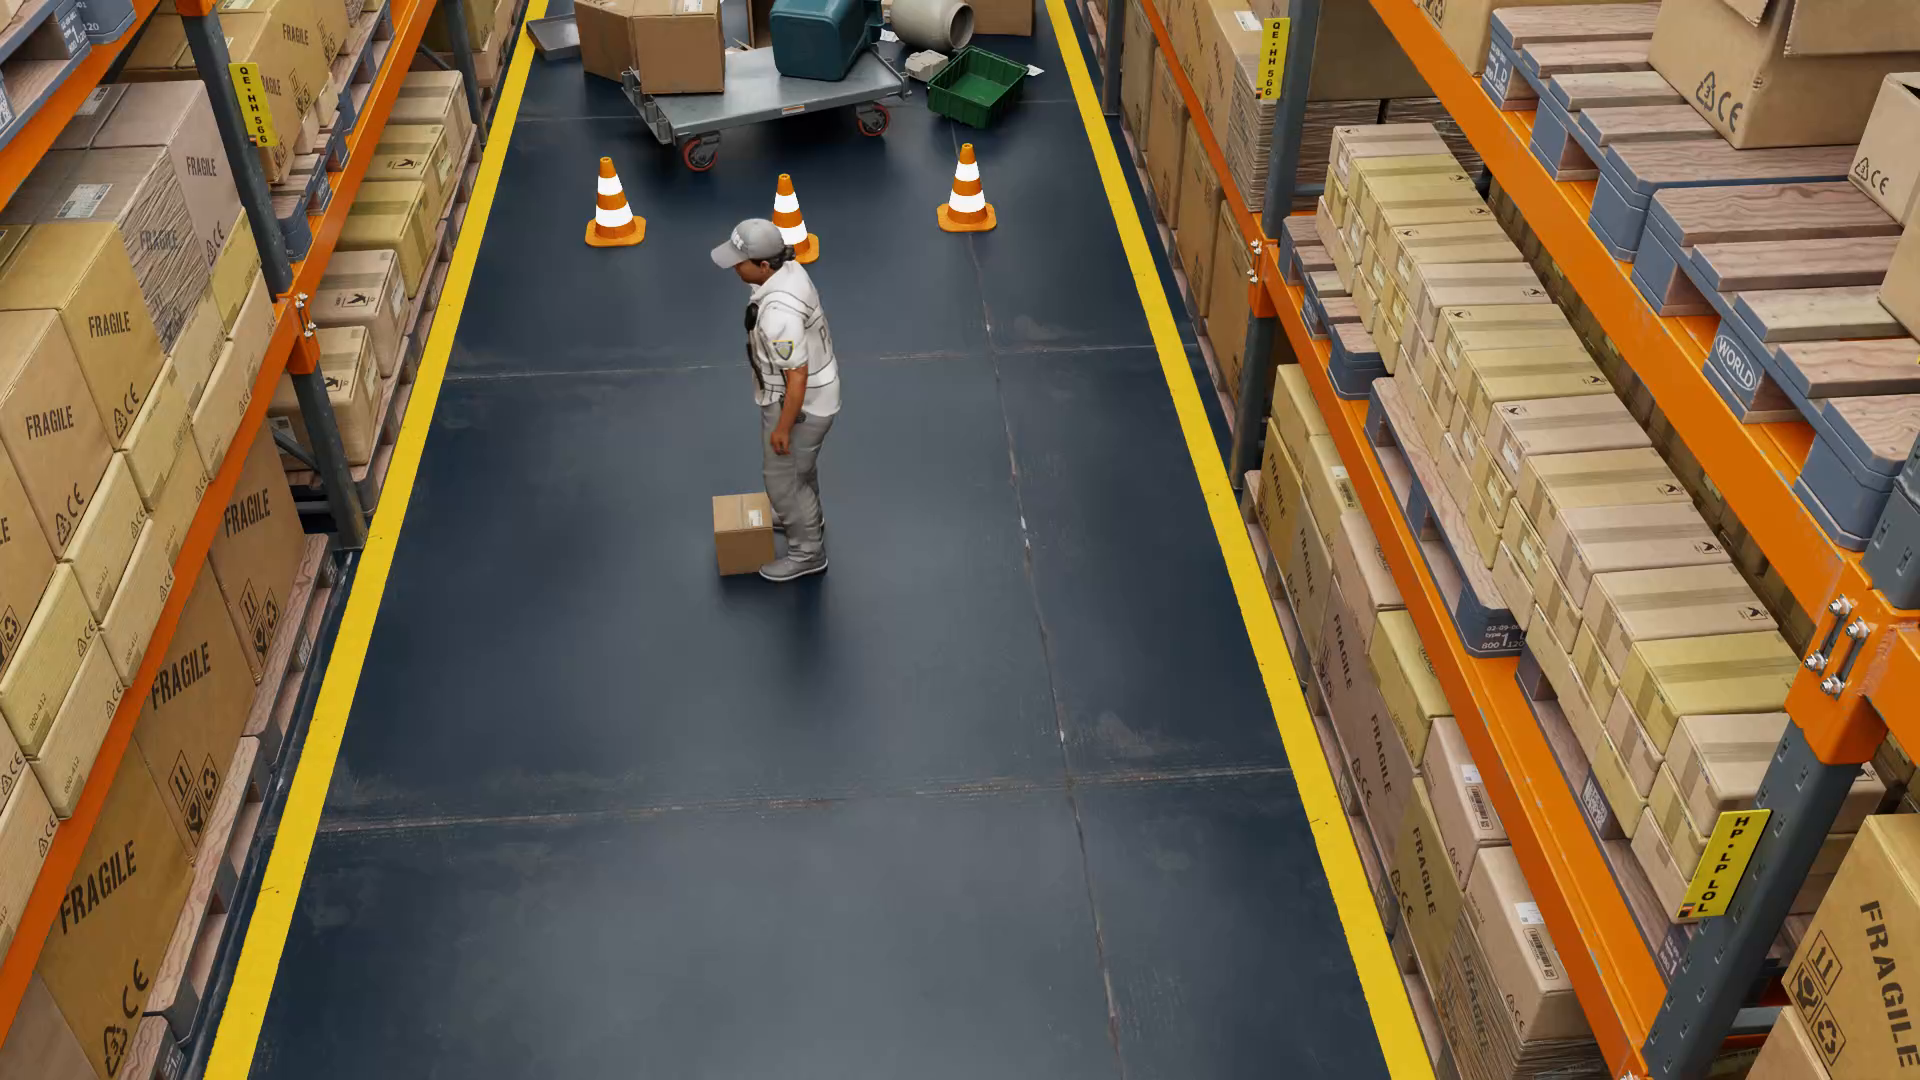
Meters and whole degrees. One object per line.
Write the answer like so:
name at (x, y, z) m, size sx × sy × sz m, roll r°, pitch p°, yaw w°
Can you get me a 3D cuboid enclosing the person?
person at (5.479, -15.493, 21.623) m, size 18.113 × 6.001 × 40.284 m, roll -5°, pitch 40°, yaw -6°
